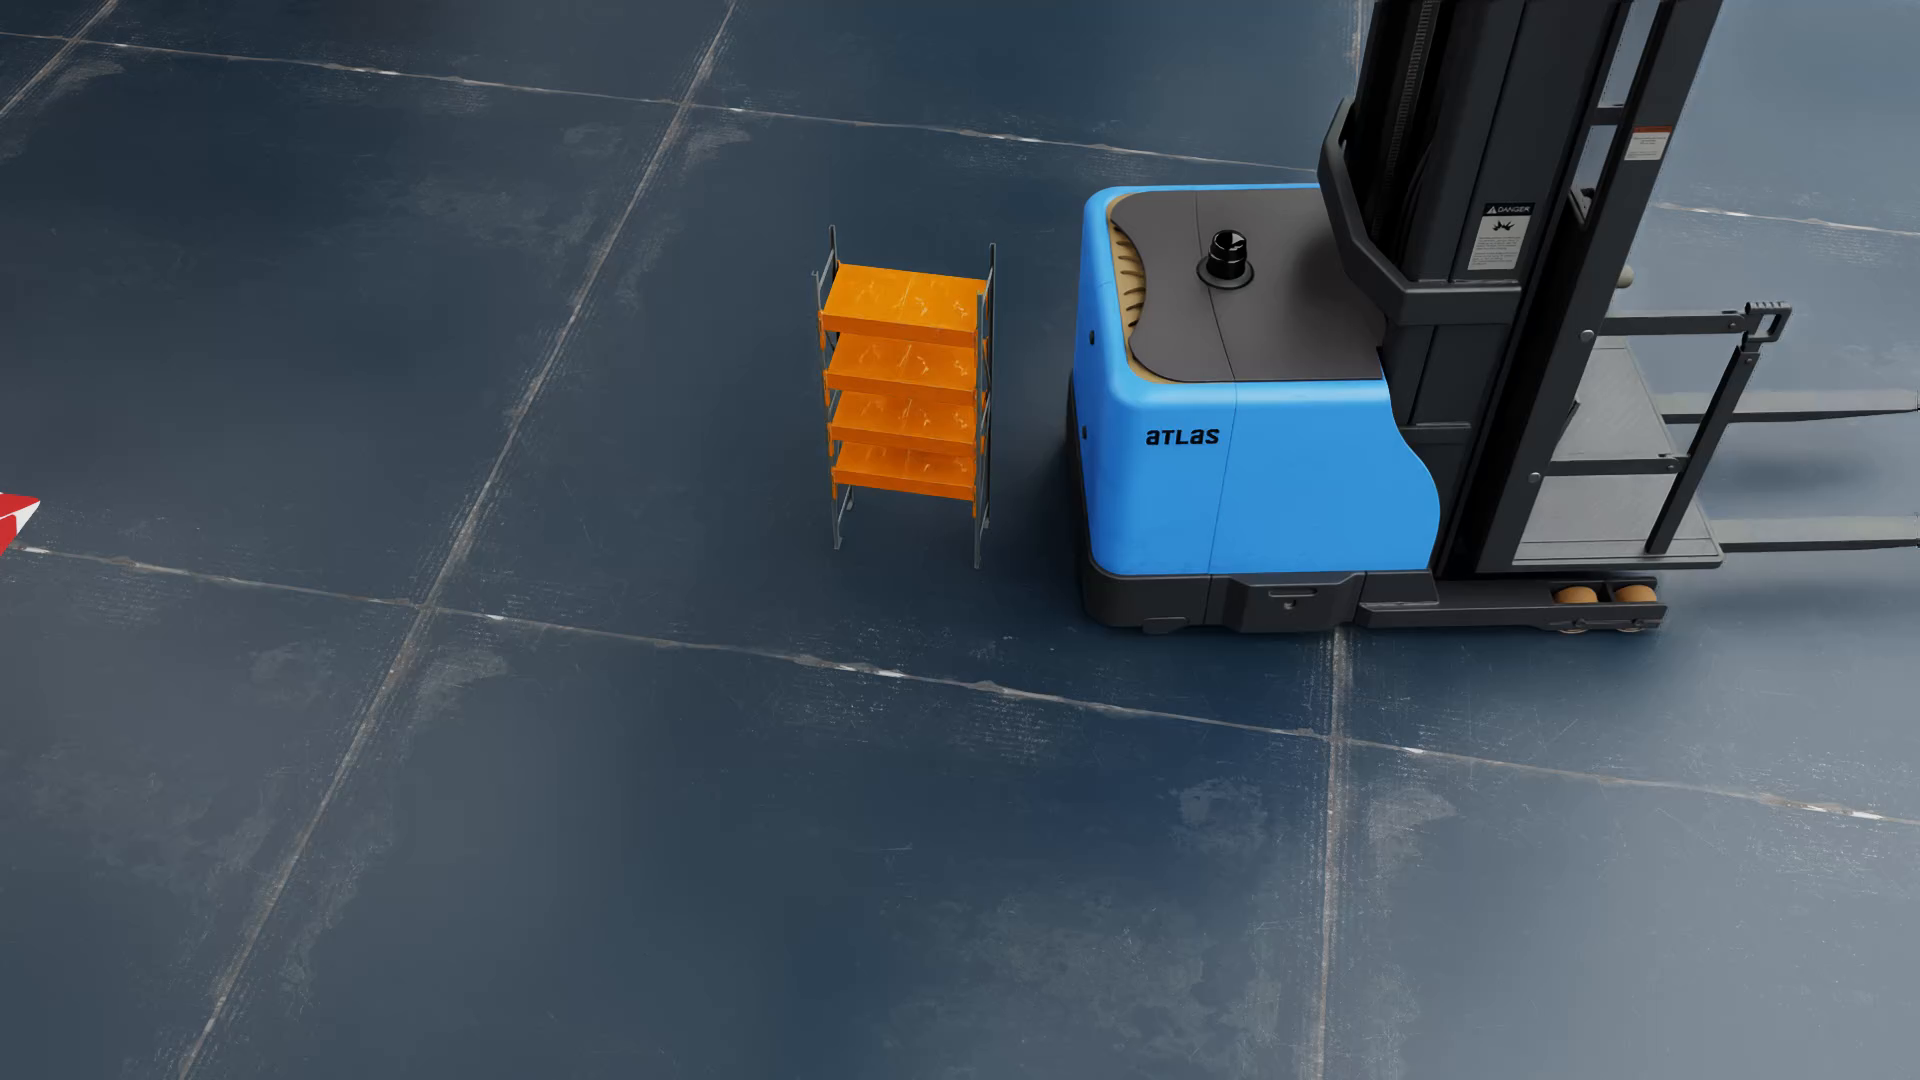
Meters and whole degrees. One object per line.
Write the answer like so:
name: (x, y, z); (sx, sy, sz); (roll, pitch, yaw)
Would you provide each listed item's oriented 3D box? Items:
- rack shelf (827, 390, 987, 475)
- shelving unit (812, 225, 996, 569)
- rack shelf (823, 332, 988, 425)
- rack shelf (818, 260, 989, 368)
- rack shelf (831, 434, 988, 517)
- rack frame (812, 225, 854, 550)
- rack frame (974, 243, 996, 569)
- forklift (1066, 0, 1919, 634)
rack shelf: (-0.163, -0.378, 5.373); (0.480, 0.148, 0.258); (8, 49, 7)
shelving unit: (-0.163, -0.423, 5.323); (0.503, 1.200, 0.258); (8, 49, 7)
rack shelf: (-0.163, -0.527, 5.207); (0.480, 0.148, 0.258); (8, 49, 7)
rack shelf: (-0.163, -0.686, 5.031); (0.480, 0.148, 0.258); (8, 49, 7)
rack shelf: (-0.163, -0.245, 5.521); (0.480, 0.148, 0.258); (8, 49, 7)
rack frame: (-0.403, -0.455, 5.352); (0.015, 1.200, 0.240); (8, 49, 7)
rack frame: (0.077, -0.391, 5.294); (0.015, 1.200, 0.240); (8, 49, 7)
forklift: (1.911, -1.068, 4.740); (3.031, 2.935, 1.130); (-1, 48, -1)
